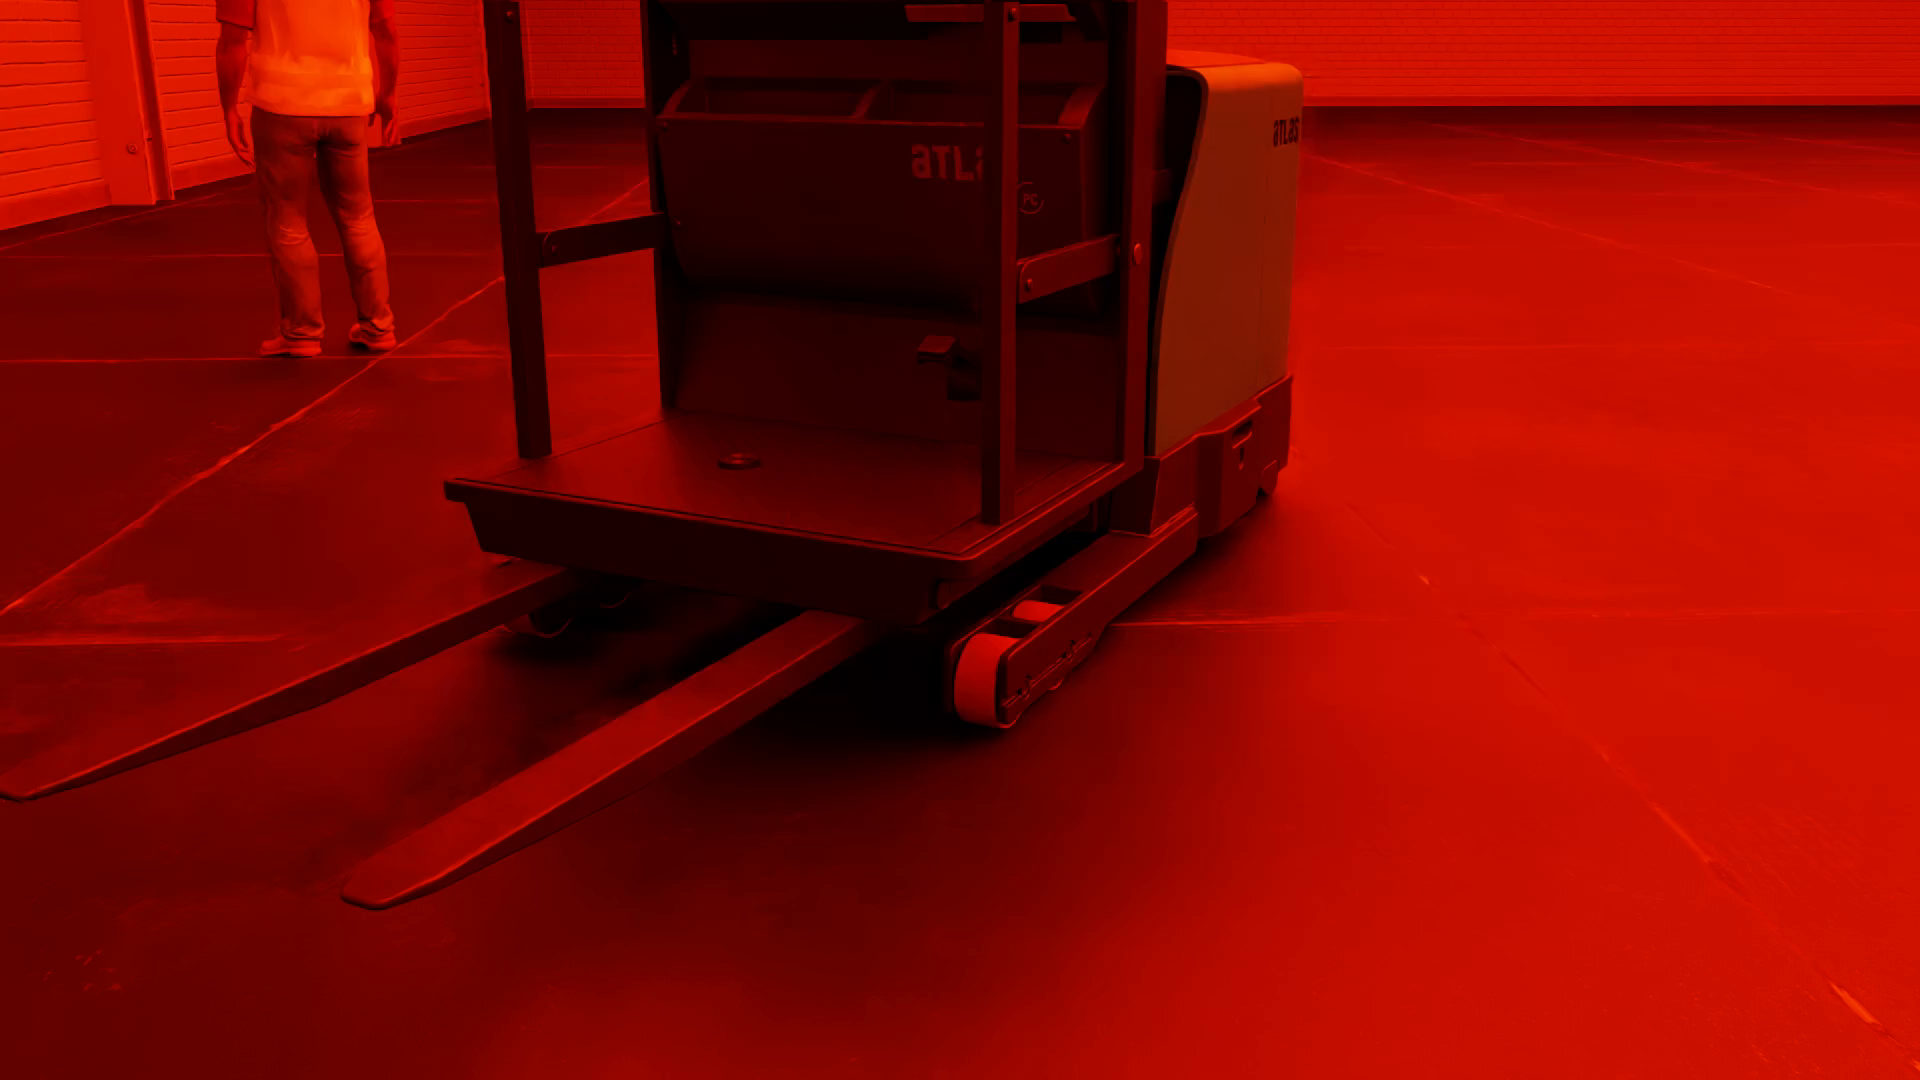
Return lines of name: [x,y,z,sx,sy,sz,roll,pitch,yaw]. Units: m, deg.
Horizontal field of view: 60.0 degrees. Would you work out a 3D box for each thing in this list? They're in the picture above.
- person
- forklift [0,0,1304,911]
person: [-2.333,-1.534,5.943,0.660,1.780,0.497,-15,22,-40]
forklift: [-0.261,-1.223,2.905,1.130,2.935,3.031,8,19,25]
